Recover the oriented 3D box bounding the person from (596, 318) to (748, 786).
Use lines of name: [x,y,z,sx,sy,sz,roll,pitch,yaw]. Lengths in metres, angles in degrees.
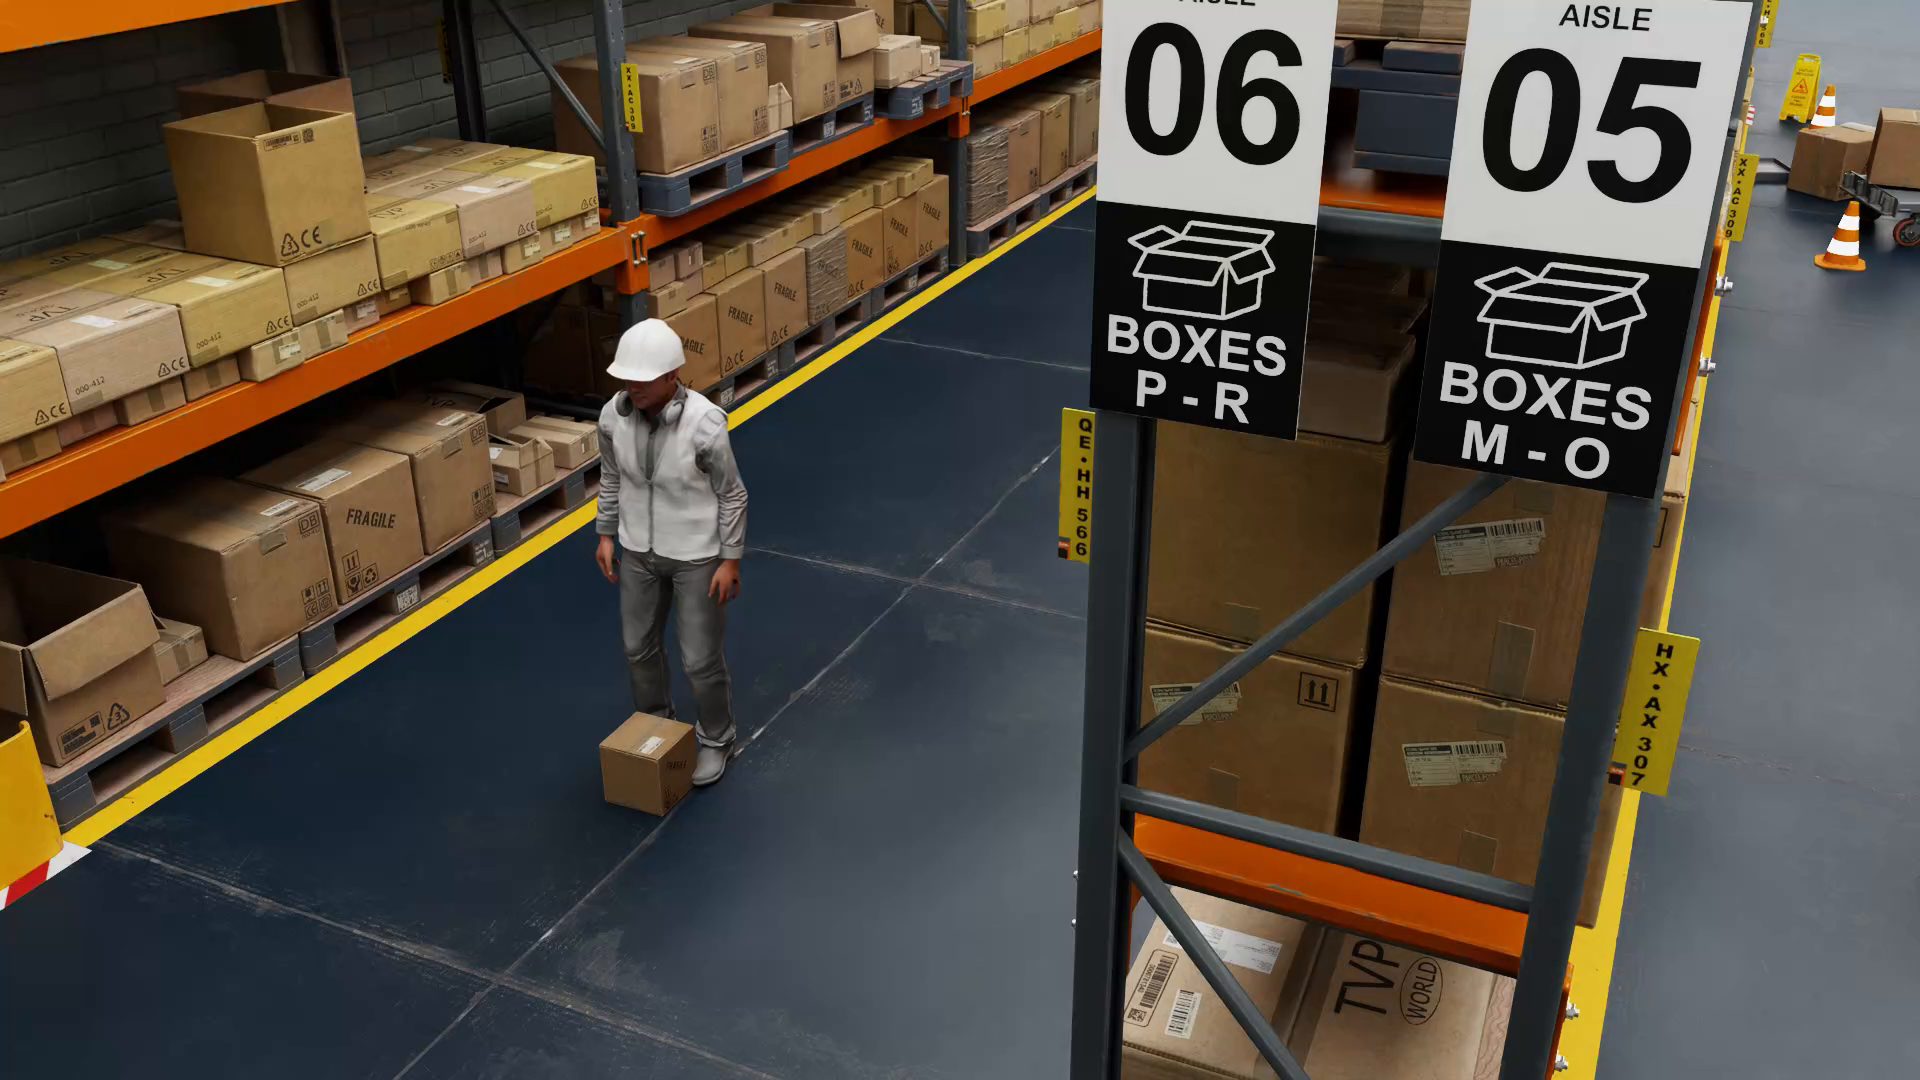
person: [-1.042,0.038,6.005,0.586,1.771,0.464,11,28,21]
